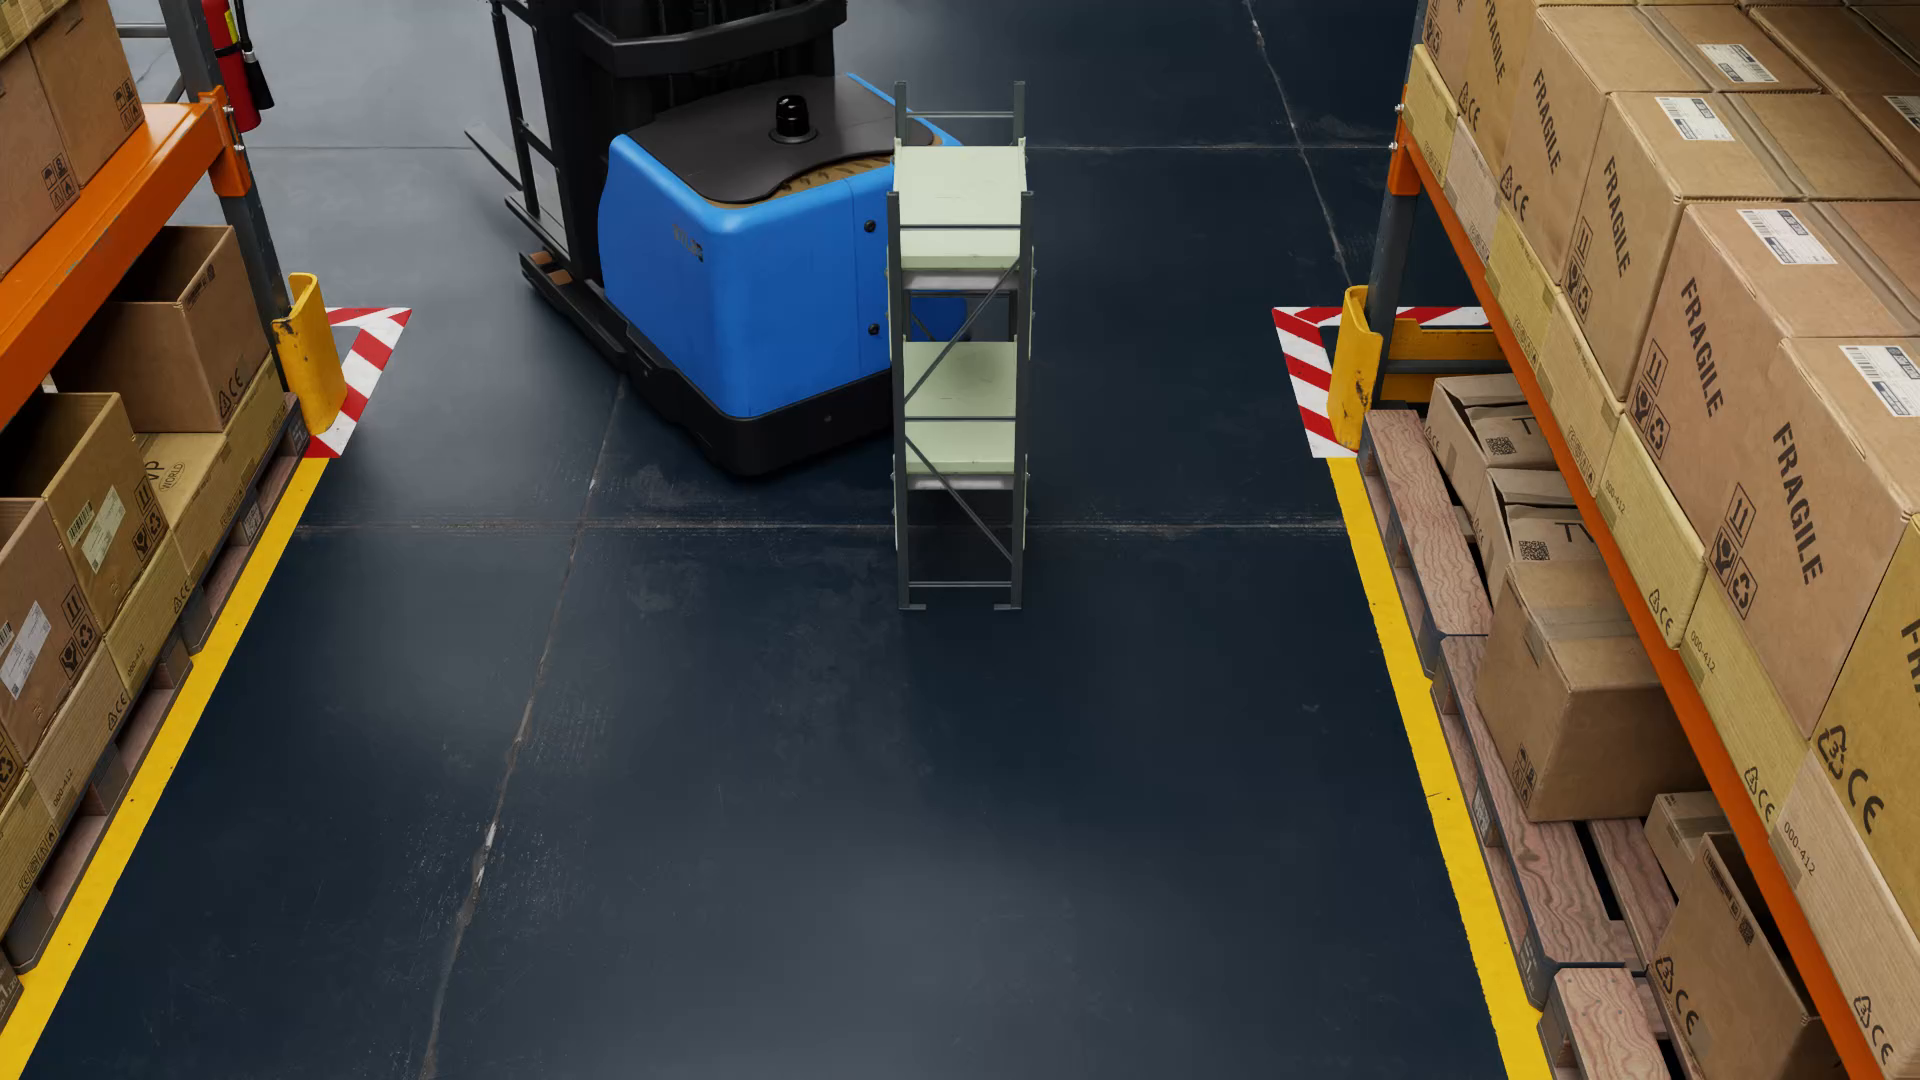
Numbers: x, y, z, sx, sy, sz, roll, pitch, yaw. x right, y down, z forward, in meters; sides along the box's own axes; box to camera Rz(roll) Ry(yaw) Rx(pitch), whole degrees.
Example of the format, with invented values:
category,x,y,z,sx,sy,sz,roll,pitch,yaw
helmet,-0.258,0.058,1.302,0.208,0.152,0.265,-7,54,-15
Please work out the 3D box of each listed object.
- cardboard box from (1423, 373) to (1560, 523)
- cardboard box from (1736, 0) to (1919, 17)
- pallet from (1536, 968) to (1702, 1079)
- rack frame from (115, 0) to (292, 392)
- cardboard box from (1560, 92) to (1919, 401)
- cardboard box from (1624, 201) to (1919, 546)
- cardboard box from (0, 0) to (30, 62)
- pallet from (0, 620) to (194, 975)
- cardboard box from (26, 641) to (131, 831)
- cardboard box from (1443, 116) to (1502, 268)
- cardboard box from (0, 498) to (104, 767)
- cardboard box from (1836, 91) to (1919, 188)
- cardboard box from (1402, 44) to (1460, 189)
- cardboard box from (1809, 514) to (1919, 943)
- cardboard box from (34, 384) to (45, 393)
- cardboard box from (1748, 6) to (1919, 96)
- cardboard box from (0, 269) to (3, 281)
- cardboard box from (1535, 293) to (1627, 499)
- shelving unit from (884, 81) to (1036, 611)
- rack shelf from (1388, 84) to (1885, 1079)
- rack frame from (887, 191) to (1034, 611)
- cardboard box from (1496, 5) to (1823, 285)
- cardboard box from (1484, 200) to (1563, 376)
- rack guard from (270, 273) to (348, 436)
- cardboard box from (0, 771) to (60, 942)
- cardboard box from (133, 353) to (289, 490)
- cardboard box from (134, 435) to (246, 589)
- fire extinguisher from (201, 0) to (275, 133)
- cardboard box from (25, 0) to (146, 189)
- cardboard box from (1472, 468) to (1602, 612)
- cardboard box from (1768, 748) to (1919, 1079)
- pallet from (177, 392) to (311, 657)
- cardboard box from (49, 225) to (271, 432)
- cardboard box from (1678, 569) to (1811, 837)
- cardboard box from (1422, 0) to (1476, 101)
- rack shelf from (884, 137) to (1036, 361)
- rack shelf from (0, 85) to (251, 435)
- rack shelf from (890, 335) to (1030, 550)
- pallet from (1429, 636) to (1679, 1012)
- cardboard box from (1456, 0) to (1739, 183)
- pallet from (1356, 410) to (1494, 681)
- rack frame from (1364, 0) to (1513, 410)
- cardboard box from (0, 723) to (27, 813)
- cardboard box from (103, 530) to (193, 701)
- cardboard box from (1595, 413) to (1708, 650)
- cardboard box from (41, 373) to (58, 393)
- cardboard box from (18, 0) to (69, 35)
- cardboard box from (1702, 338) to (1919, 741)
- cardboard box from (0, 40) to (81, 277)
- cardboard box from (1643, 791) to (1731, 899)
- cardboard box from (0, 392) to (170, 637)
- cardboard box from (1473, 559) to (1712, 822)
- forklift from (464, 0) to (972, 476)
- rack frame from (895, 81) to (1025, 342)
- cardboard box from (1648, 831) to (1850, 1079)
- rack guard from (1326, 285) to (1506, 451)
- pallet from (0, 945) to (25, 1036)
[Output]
category,x,y,z,sx,sy,sz,roll,pitch,yaw
cardboard box,1.903,-0.347,5.583,0.500,0.311,0.500,-4,39,-5
cardboard box,2.196,-1.290,4.465,0.500,0.500,0.500,0,39,1
pallet,1.960,1.512,3.694,1.003,0.211,1.213,0,39,0
rack frame,-2.962,-1.652,5.412,1.000,3.000,0.127,0,39,0
cardboard box,1.689,-0.646,3.661,0.500,0.500,0.500,1,39,1
cardboard box,1.691,-0.320,3.255,0.500,0.500,0.500,-1,39,-1
cardboard box,-2.769,-1.381,4.476,0.380,0.149,0.250,-1,39,-1
pallet,-2.920,0.676,4.738,1.003,0.211,1.213,0,39,0
cardboard box,-2.652,0.531,4.552,0.500,0.250,0.500,0,39,0
cardboard box,1.690,-0.977,4.674,0.500,0.250,0.500,-1,39,-1
cardboard box,-2.648,0.238,4.318,0.500,0.500,0.500,0,39,0
cardboard box,2.201,-0.652,3.669,0.500,0.500,0.500,0,39,1
cardboard box,1.675,-1.301,5.079,0.500,0.250,0.500,-1,39,-1
cardboard box,1.687,0.307,2.473,0.500,0.500,0.500,0,39,0
cardboard box,-3.181,-0.387,5.097,0.500,0.500,0.500,0,39,0
cardboard box,2.201,-0.967,4.062,0.500,0.500,0.500,-1,39,-1
cardboard box,-2.974,-0.760,4.219,0.700,0.500,0.500,0,39,0
cardboard box,1.683,-0.342,3.882,0.500,0.250,0.500,0,39,0
shelving unit,0.000,-0.589,5.286,0.431,1.500,0.755,0,39,0
rack shelf,1.994,-0.126,4.084,1.077,0.370,4.000,0,39,0
rack frame,0.000,-0.361,5.001,0.400,1.500,0.023,0,39,0
cardboard box,1.677,-0.968,4.064,0.500,0.500,0.500,-1,39,-2
cardboard box,1.685,-0.658,4.276,0.500,0.250,0.500,-1,39,-1
rack guard,-2.962,-0.691,6.213,1.175,0.500,0.348,0,39,0
cardboard box,-2.645,0.843,4.162,0.500,0.250,0.500,0,39,0
cardboard box,-2.666,-0.407,5.723,0.500,0.250,0.500,0,39,0
cardboard box,-2.653,-0.095,5.332,0.500,0.250,0.500,0,39,0
fire extinguisher,-2.497,-1.696,5.529,0.296,0.674,0.183,0,39,0
cardboard box,-2.974,-1.399,5.017,0.700,0.500,0.500,0,39,0
cardboard box,1.903,0.009,5.138,0.500,0.311,0.500,3,39,4
cardboard box,1.693,0.599,2.708,0.500,0.250,0.500,0,39,0
pallet,-2.919,-0.085,5.687,1.003,0.211,1.213,0,39,0
cardboard box,-2.663,-0.700,5.488,0.500,0.500,0.500,0,39,0
cardboard box,1.701,0.287,3.097,0.500,0.250,0.500,0,39,0
cardboard box,1.692,-1.601,4.853,0.500,0.500,0.500,0,39,0
rack shelf,0.000,-0.894,5.042,0.431,0.370,0.720,0,39,0
rack shelf,-2.959,-0.120,4.077,1.077,0.370,4.000,0,39,0
rack shelf,0.000,-0.335,5.490,0.431,0.370,0.720,0,39,0
pallet,1.956,0.747,4.649,1.003,0.211,1.213,0,39,0
cardboard box,1.683,-1.292,4.467,0.500,0.500,0.500,0,39,0
pallet,1.958,-0.014,5.598,1.003,0.211,1.213,0,39,0
rack frame,1.992,-1.657,5.420,1.000,3.000,0.127,0,39,0
cardboard box,-2.646,0.551,3.927,0.500,0.500,0.500,0,39,0
cardboard box,-2.651,0.218,4.942,0.500,0.250,0.500,0,39,0
cardboard box,1.685,-0.027,3.489,0.500,0.250,0.500,0,39,0
cardboard box,-3.184,-0.407,5.722,0.500,0.250,0.500,0,39,0
cardboard box,-2.769,-1.541,4.676,0.380,0.149,0.250,1,39,1
cardboard box,1.681,-0.005,2.862,0.500,0.500,0.500,0,39,0
cardboard box,-2.969,-1.070,4.607,0.700,0.500,0.500,1,39,1
cardboard box,2.015,0.785,4.300,0.380,0.149,0.250,-3,39,-4
cardboard box,-2.648,-0.075,4.708,0.500,0.500,0.500,0,39,0
cardboard box,1.854,0.394,4.506,0.700,0.500,0.500,-2,39,-3
forklift,-1.203,-2.256,6.221,1.130,2.935,3.031,-23,44,-26
rack frame,0.000,-0.818,5.572,0.400,1.500,0.023,0,39,0
cardboard box,1.955,0.999,3.752,0.500,0.500,0.500,-3,39,-3
rack guard,1.992,-0.635,6.142,1.175,0.500,0.348,0,39,0
pallet,-2.916,1.441,3.783,1.003,0.211,1.213,0,39,0
